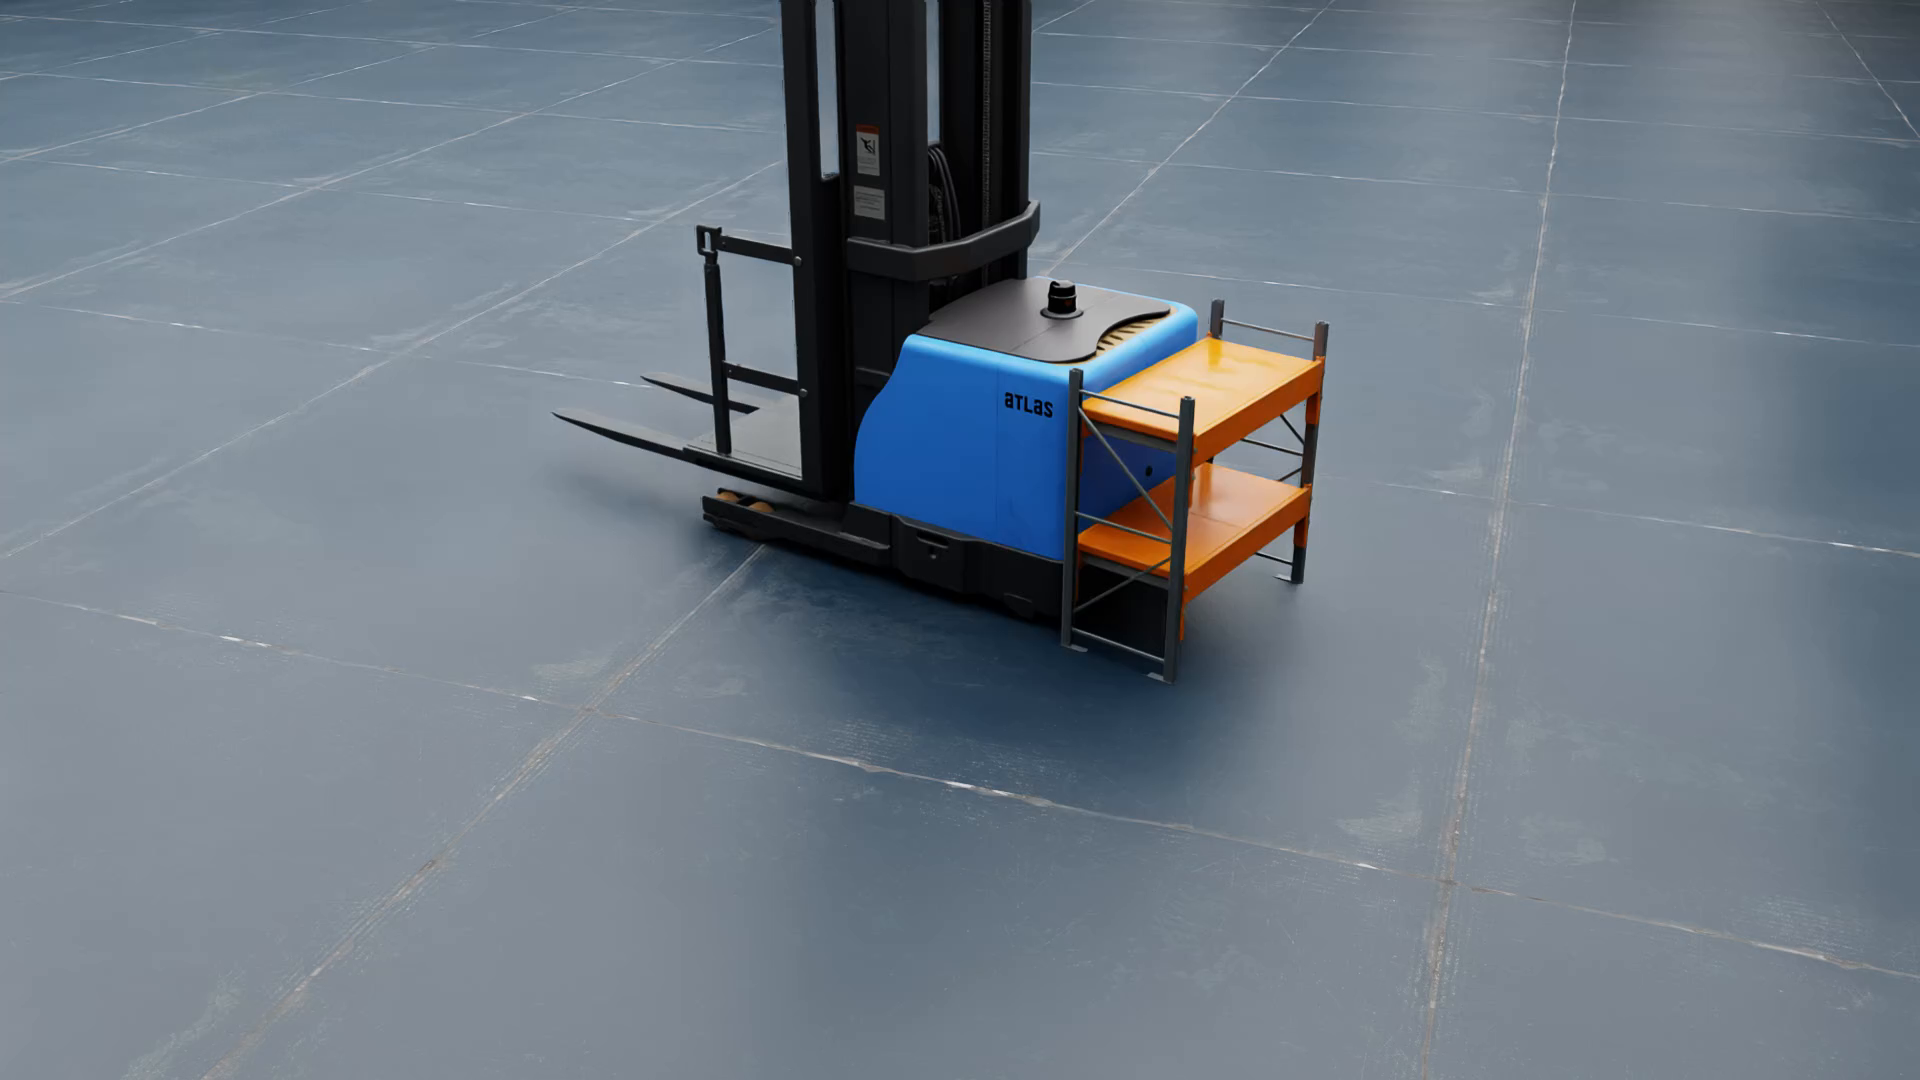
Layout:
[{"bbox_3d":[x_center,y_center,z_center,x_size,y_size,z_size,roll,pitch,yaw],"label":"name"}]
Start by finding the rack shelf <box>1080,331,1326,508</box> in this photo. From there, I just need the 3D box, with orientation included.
[{"bbox_3d":[0.905,-0.478,6.276,0.538,0.278,1.000,18,31,33],"label":"rack shelf"}]

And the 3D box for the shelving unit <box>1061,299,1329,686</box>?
[{"bbox_3d":[0.905,-0.215,6.403,0.538,1.125,1.048,18,31,33],"label":"shelving unit"}]

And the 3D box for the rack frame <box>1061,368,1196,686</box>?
[{"bbox_3d":[0.596,-0.039,6.040,0.500,1.125,0.032,18,31,33],"label":"rack frame"}]

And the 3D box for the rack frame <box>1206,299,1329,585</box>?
[{"bbox_3d":[1.213,-0.391,6.767,0.500,1.125,0.032,18,31,33],"label":"rack frame"}]

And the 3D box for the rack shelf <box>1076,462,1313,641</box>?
[{"bbox_3d":[0.905,0.005,6.510,0.538,0.278,1.000,18,31,33],"label":"rack shelf"}]

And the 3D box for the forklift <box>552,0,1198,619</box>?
[{"bbox_3d":[-0.527,-1.490,6.963,3.031,2.935,1.130,16,30,30],"label":"forklift"}]
